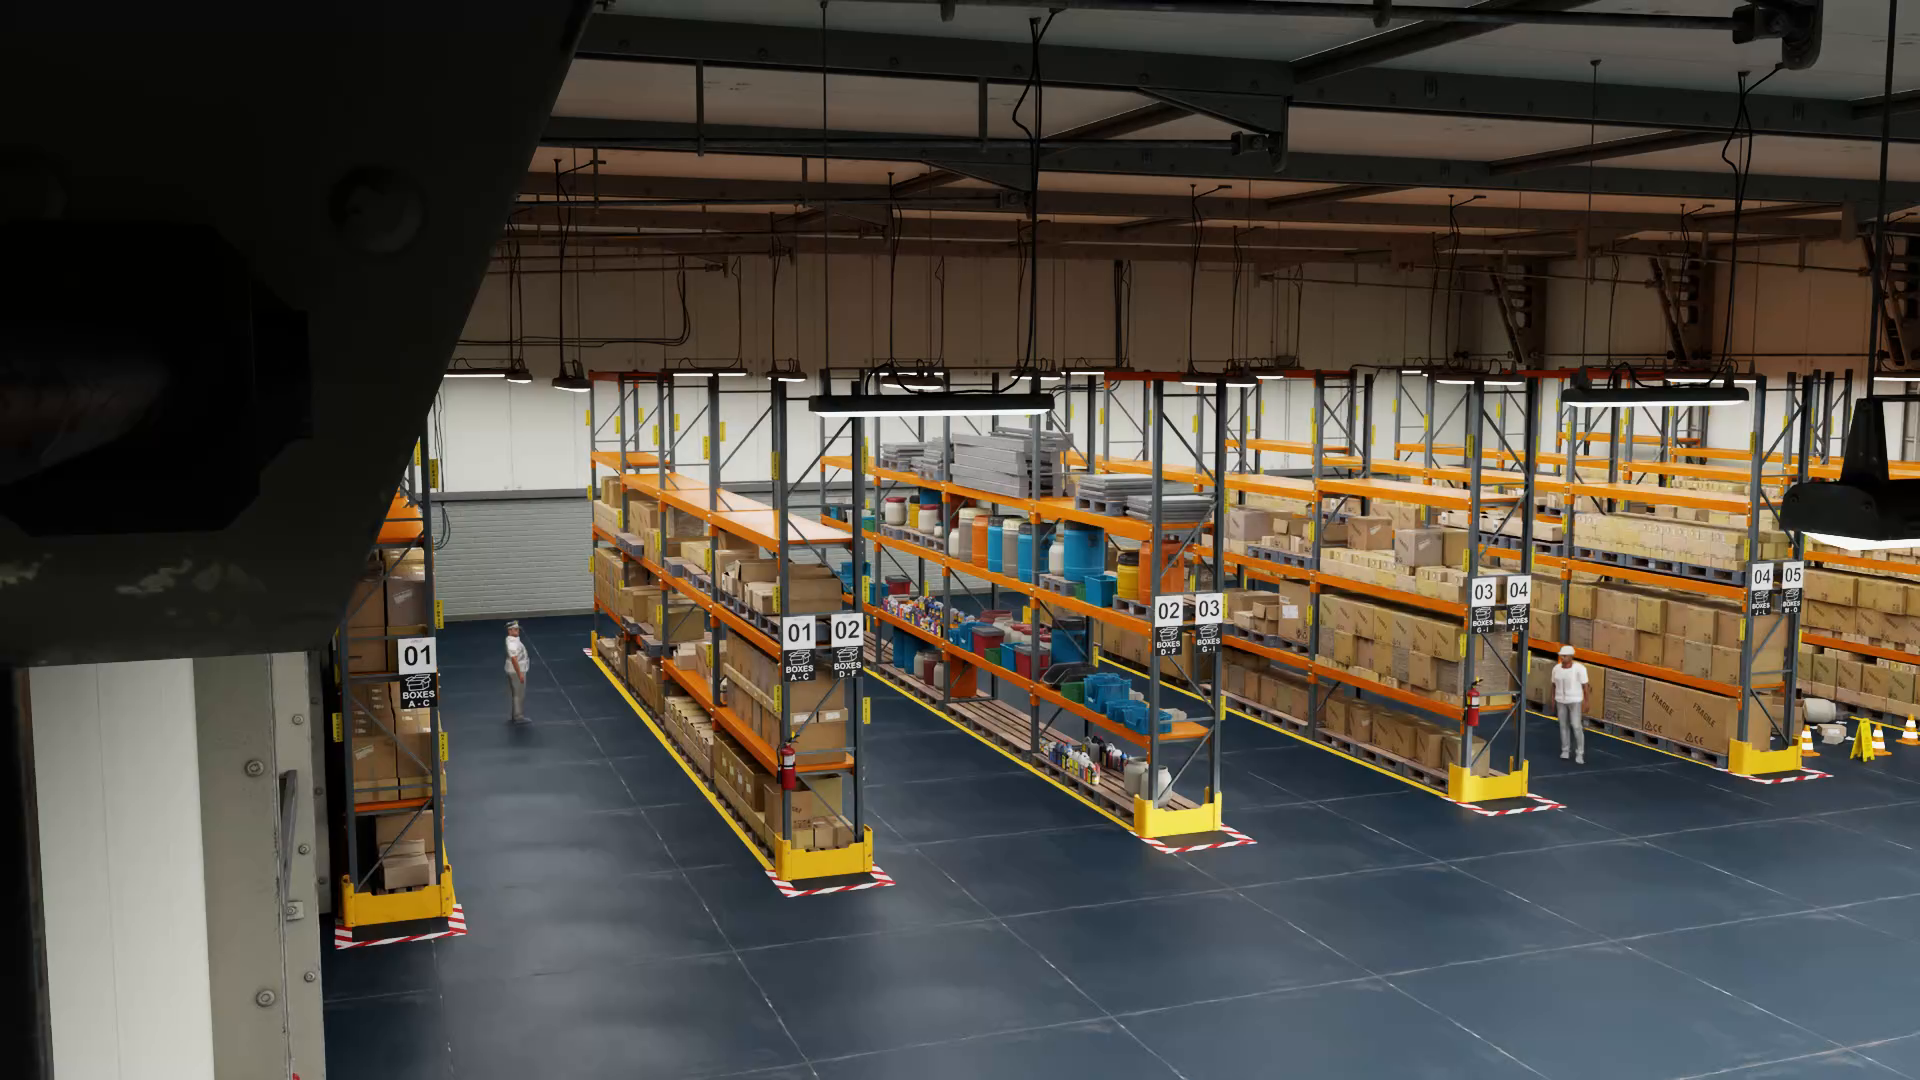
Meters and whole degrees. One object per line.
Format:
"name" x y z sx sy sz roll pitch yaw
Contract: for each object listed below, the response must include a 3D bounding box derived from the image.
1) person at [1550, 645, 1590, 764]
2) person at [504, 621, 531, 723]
"person" 9.540 2.555 26.042 0.416 1.793 0.674 -6 9 -42
"person" -7.607 2.273 28.594 0.416 1.812 0.560 -4 7 -29
